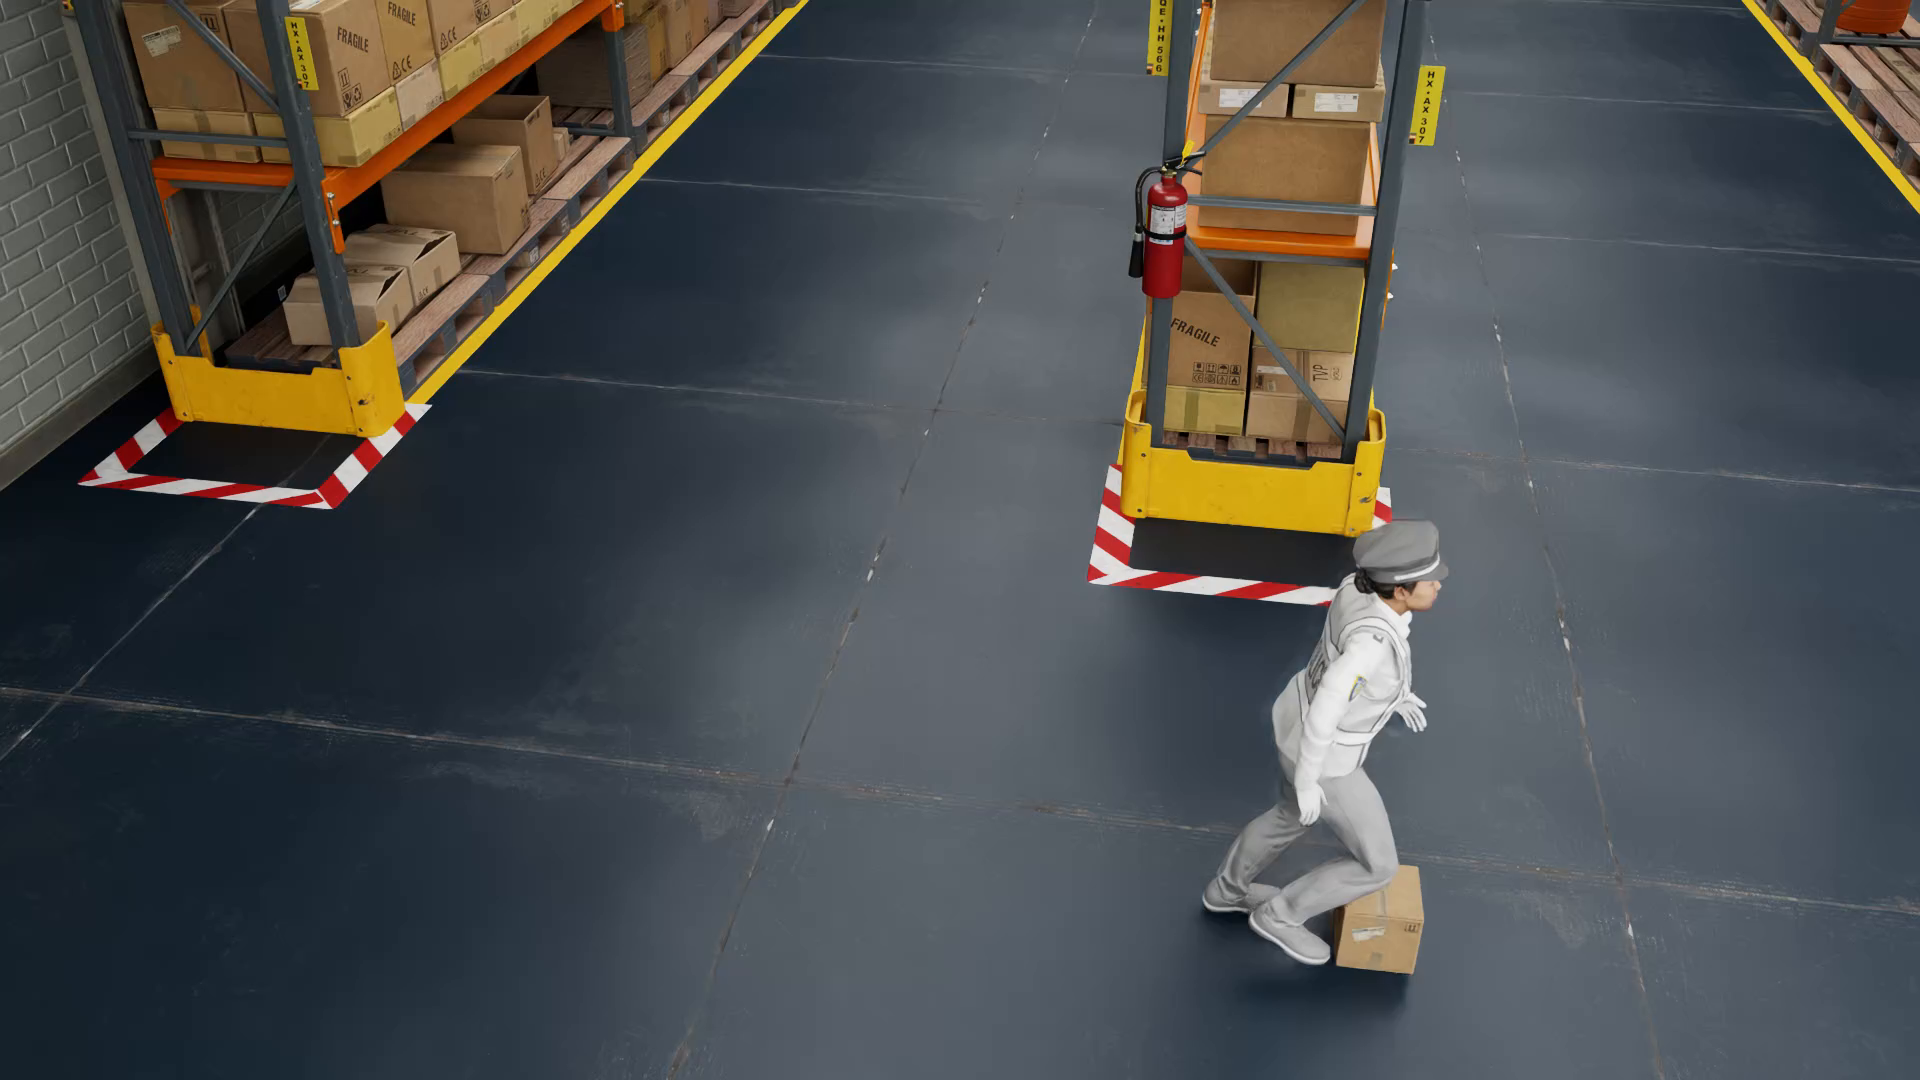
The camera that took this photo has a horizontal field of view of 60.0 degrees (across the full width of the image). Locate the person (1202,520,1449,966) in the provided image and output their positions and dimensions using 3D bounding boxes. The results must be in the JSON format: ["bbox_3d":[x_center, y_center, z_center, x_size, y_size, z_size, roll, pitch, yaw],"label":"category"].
[{"bbox_3d":[1.144,0.646,5.171,0.645,1.608,0.645,3,33,4],"label":"person"}]
